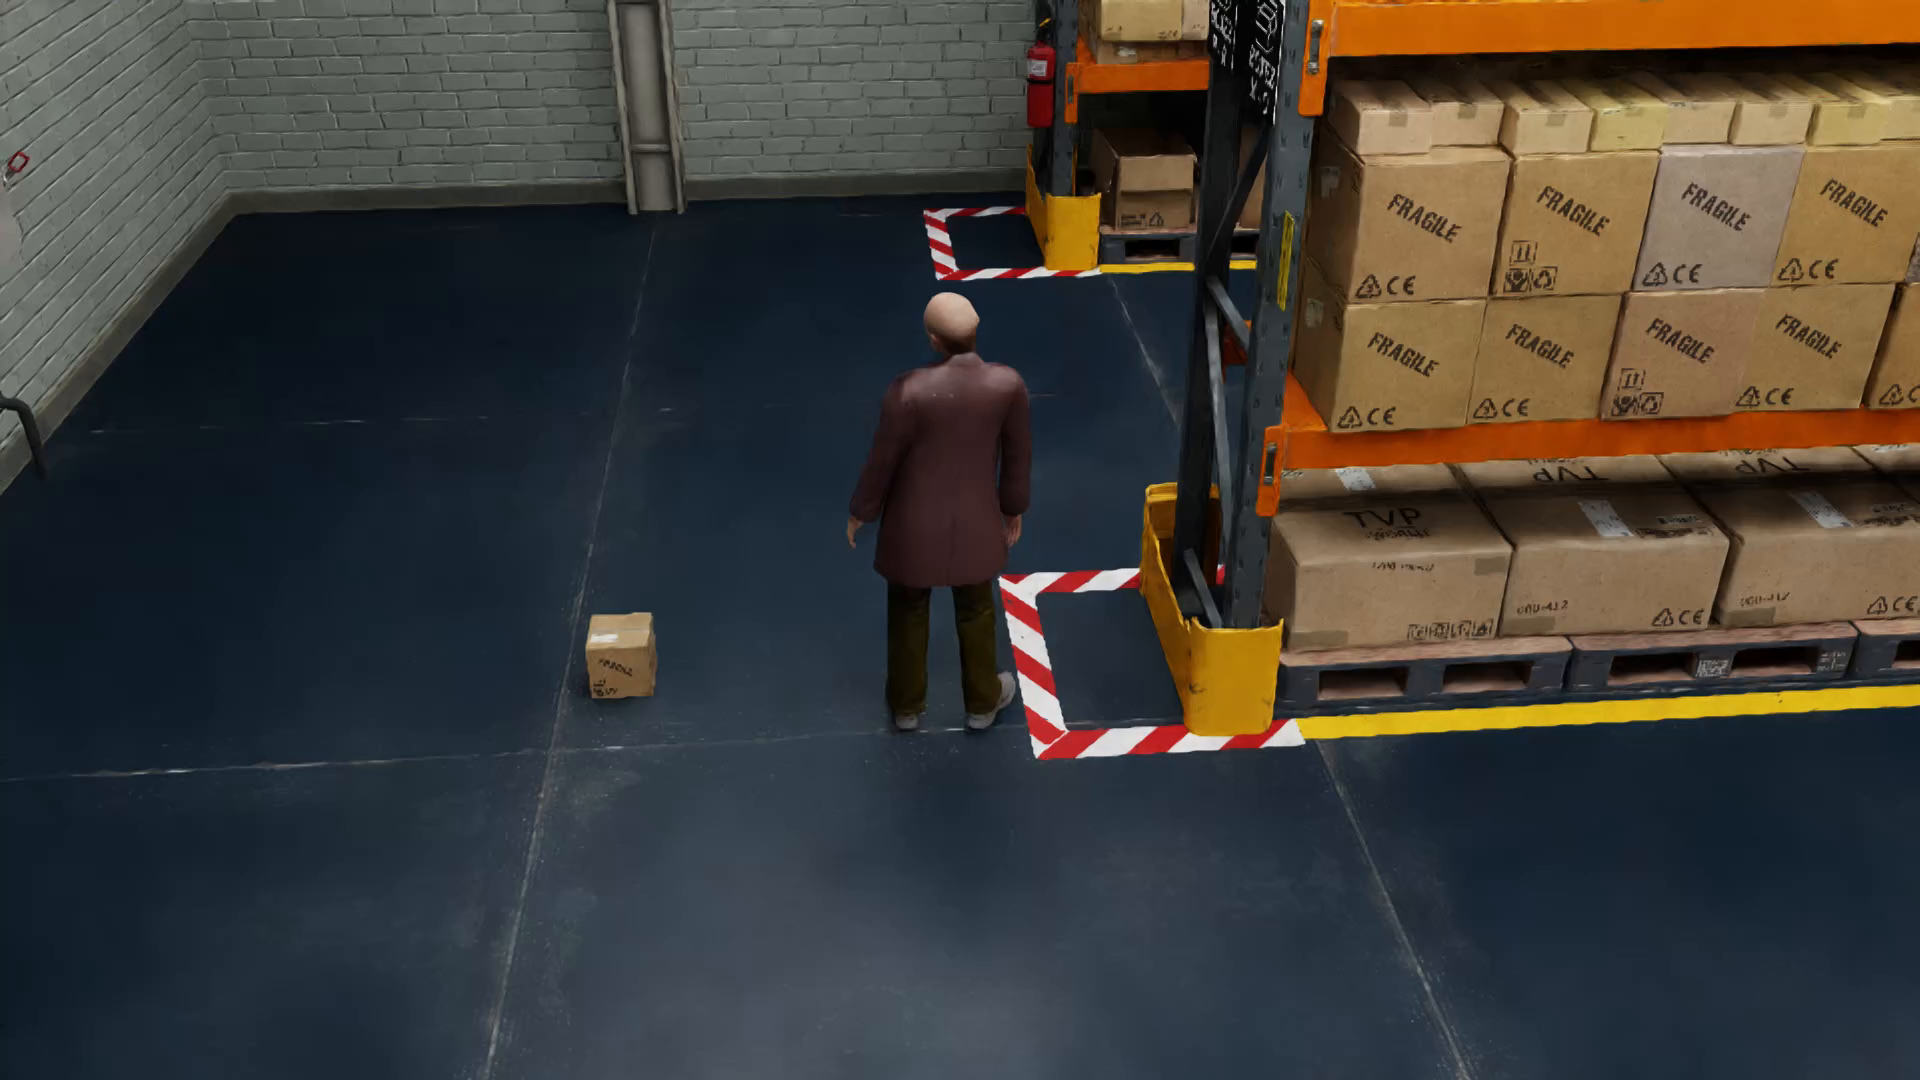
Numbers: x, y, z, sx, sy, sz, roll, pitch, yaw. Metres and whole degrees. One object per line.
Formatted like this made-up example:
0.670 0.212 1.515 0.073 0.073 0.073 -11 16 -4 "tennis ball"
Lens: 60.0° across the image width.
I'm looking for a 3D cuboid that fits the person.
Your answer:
-0.081 -0.098 6.247 0.692 1.795 0.434 -9 32 -15 "person"
